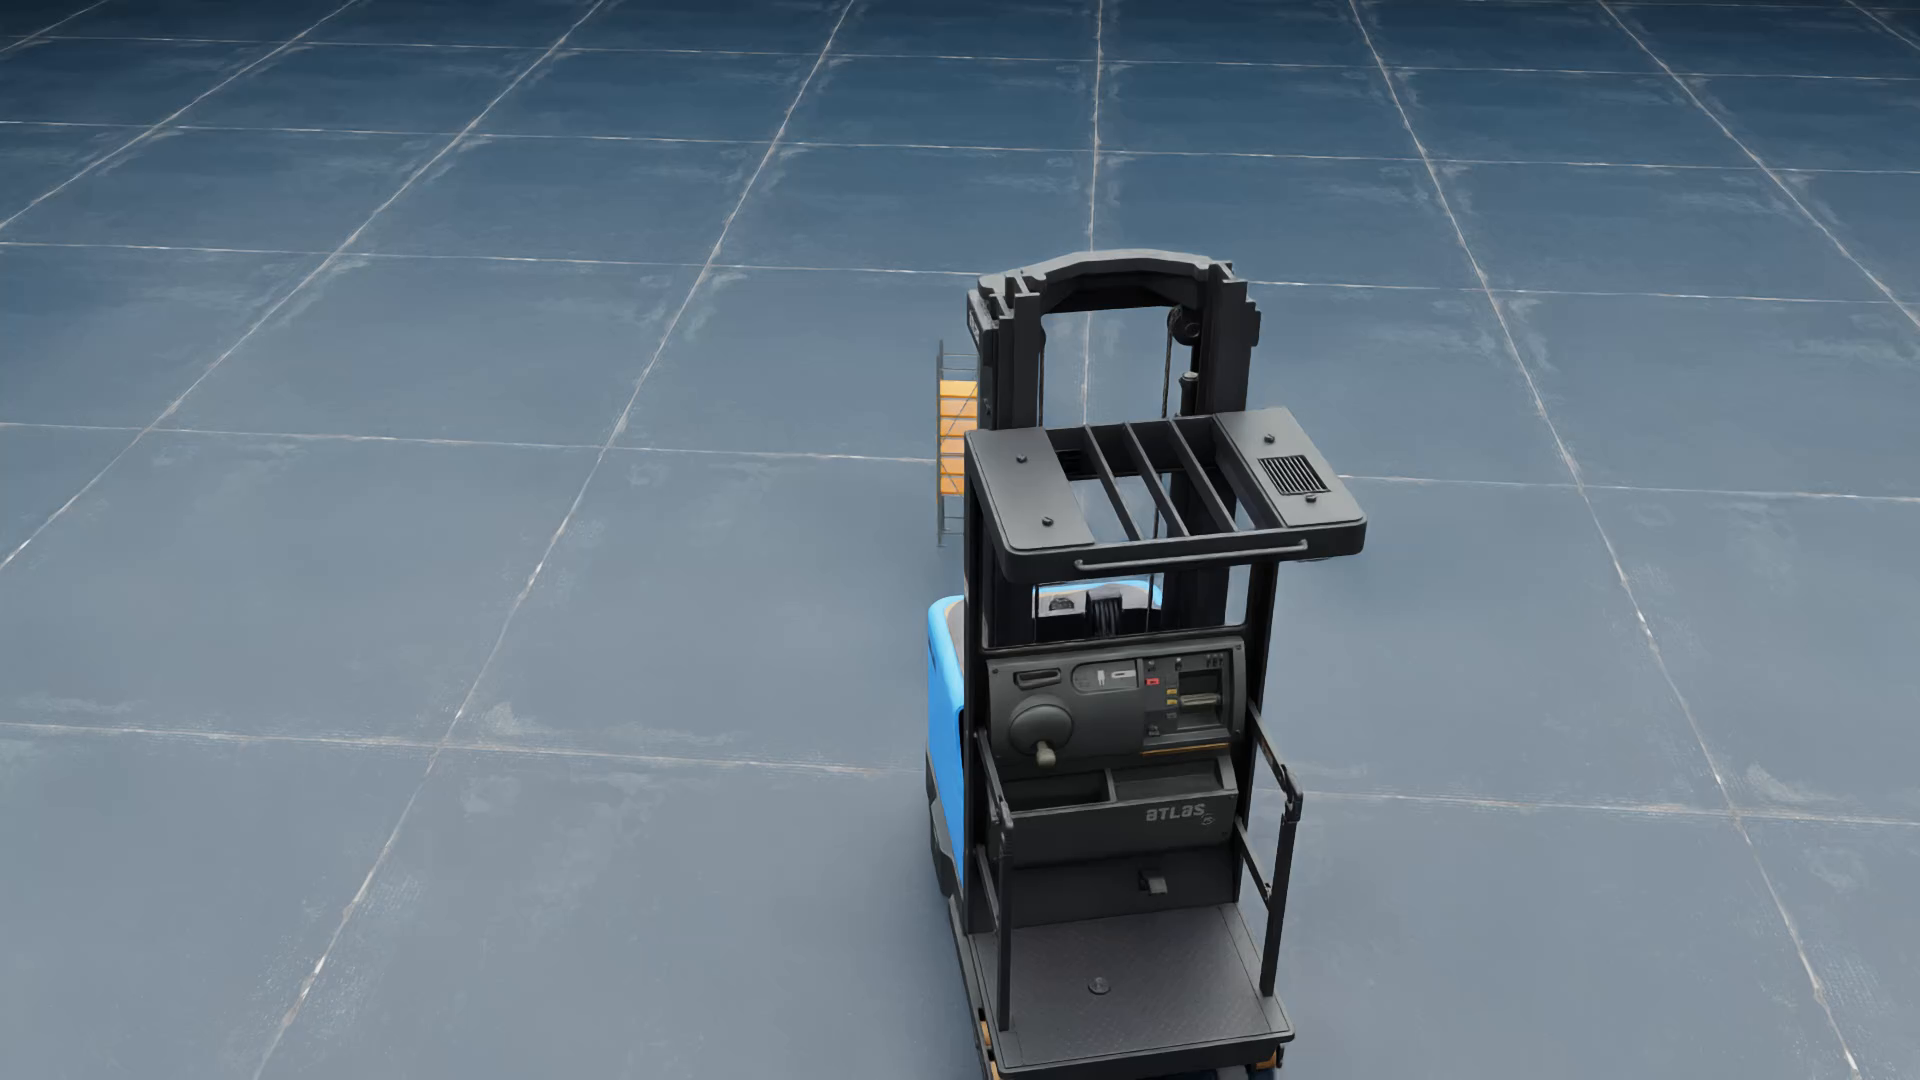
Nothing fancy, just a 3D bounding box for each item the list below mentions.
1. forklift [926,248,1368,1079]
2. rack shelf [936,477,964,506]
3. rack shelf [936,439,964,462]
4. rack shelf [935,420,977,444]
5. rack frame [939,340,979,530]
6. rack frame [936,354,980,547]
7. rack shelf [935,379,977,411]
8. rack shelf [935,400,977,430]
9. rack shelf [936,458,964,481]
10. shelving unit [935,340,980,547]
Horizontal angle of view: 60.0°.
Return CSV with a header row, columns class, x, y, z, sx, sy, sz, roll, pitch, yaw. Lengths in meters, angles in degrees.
class,x,y,z,sx,sy,sz,roll,pitch,yaw
forklift,0.597,0.631,5.713,1.130,2.935,3.031,-5,32,-8
rack shelf,0.001,-0.276,9.377,0.258,0.103,0.180,2,32,4
rack shelf,0.001,-0.481,9.251,0.258,0.103,0.180,2,32,4
rack shelf,0.001,-0.583,9.188,0.258,0.103,0.180,2,32,4
rack frame,0.009,-0.566,9.305,0.240,1.200,0.006,2,32,4
rack frame,-0.006,-0.471,9.150,0.240,1.200,0.006,2,32,4
rack shelf,0.001,-0.787,9.062,0.258,0.103,0.180,2,32,4
rack shelf,0.001,-0.685,9.125,0.258,0.103,0.180,2,32,4
rack shelf,0.001,-0.378,9.314,0.258,0.103,0.180,2,32,4
shelving unit,0.001,-0.518,9.228,0.258,1.200,0.189,2,32,4
